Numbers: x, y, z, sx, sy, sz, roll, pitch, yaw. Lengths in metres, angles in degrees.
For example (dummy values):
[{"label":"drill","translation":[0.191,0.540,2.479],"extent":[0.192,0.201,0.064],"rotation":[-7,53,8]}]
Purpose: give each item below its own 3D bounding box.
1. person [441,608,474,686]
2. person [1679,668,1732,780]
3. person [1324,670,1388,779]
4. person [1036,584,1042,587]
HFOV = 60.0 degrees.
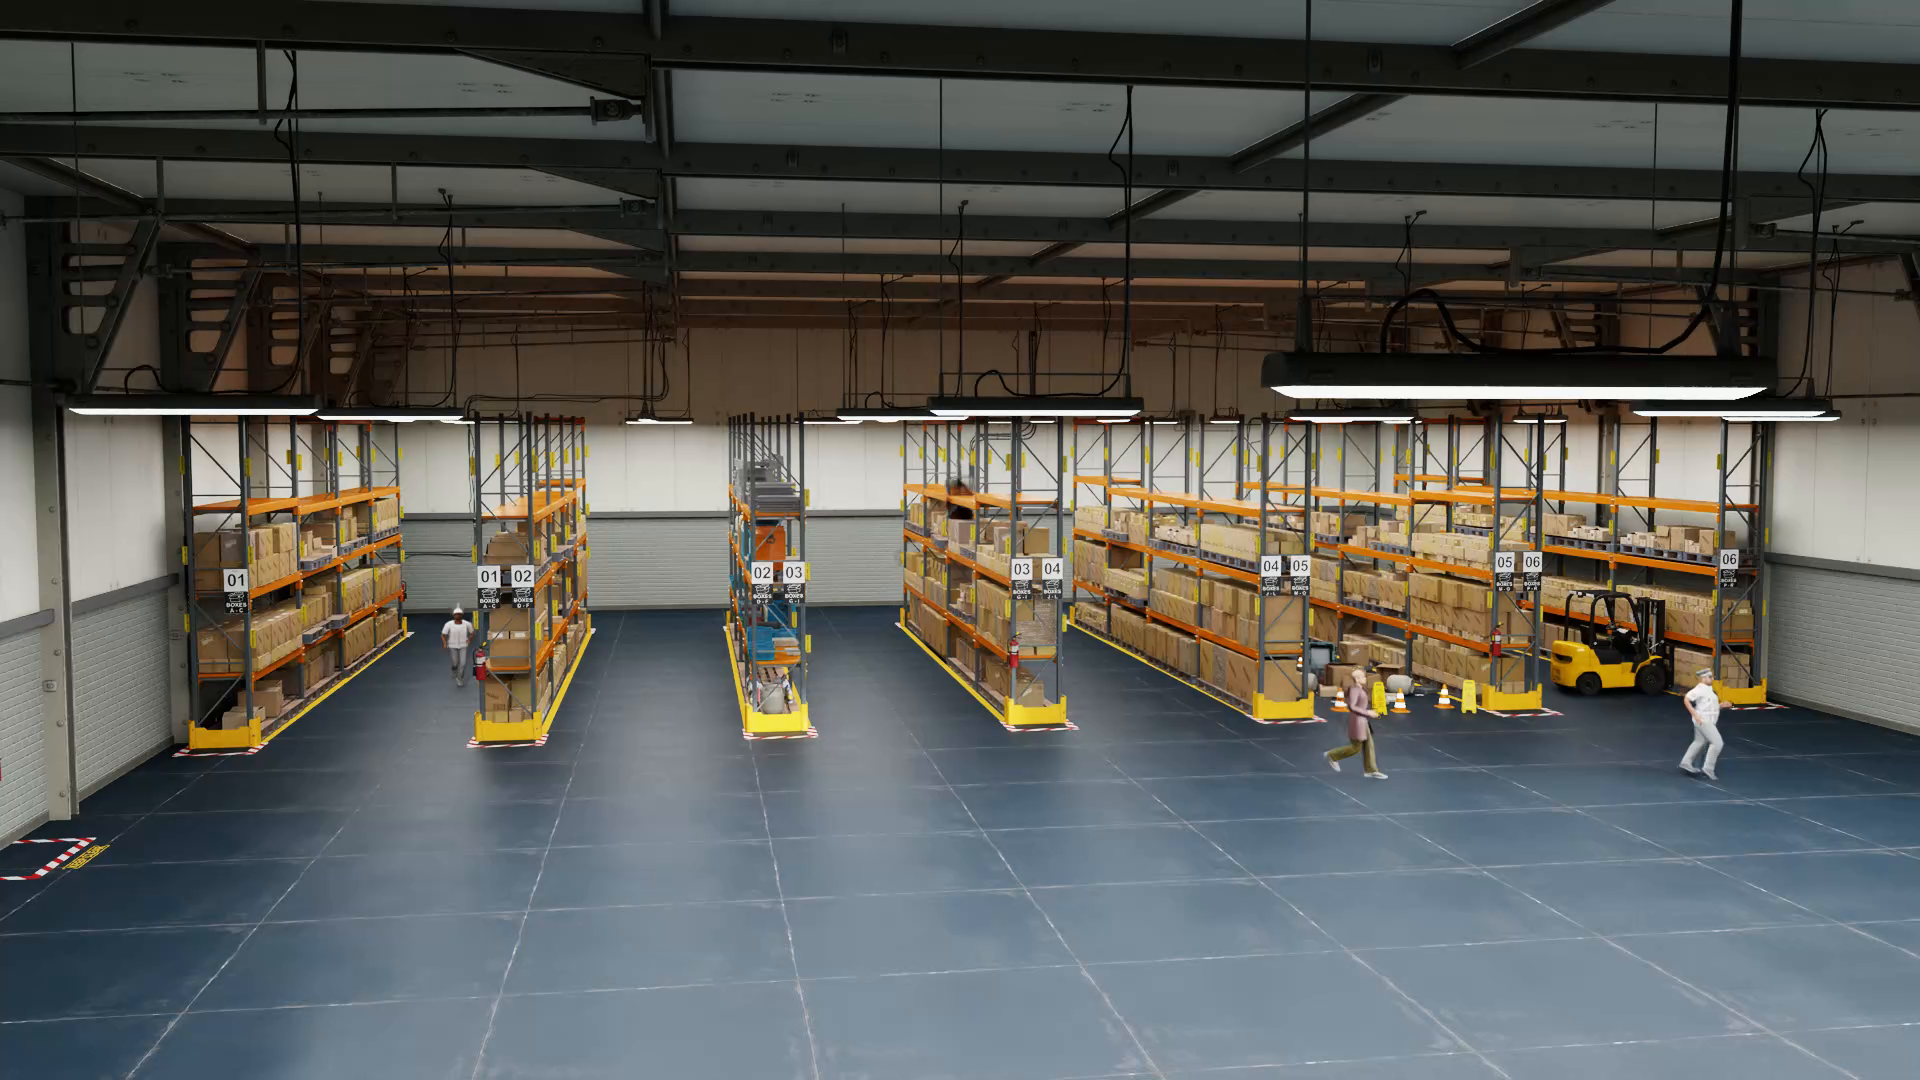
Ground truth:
[{"label":"person","translation":[-11.102,2.364,36.813],"extent":[0.702,1.721,0.589],"rotation":[-2,4,-22]},{"label":"person","translation":[12.170,3.003,27.141],"extent":[0.756,1.852,0.635],"rotation":[2,5,31]},{"label":"person","translation":[6.456,2.997,27.072],"extent":[1.018,1.767,0.709],"rotation":[2,4,23]},{"label":"person","translation":[2.177,1.699,47.381],"extent":[0.603,1.595,0.784],"rotation":[0,4,2]}]
